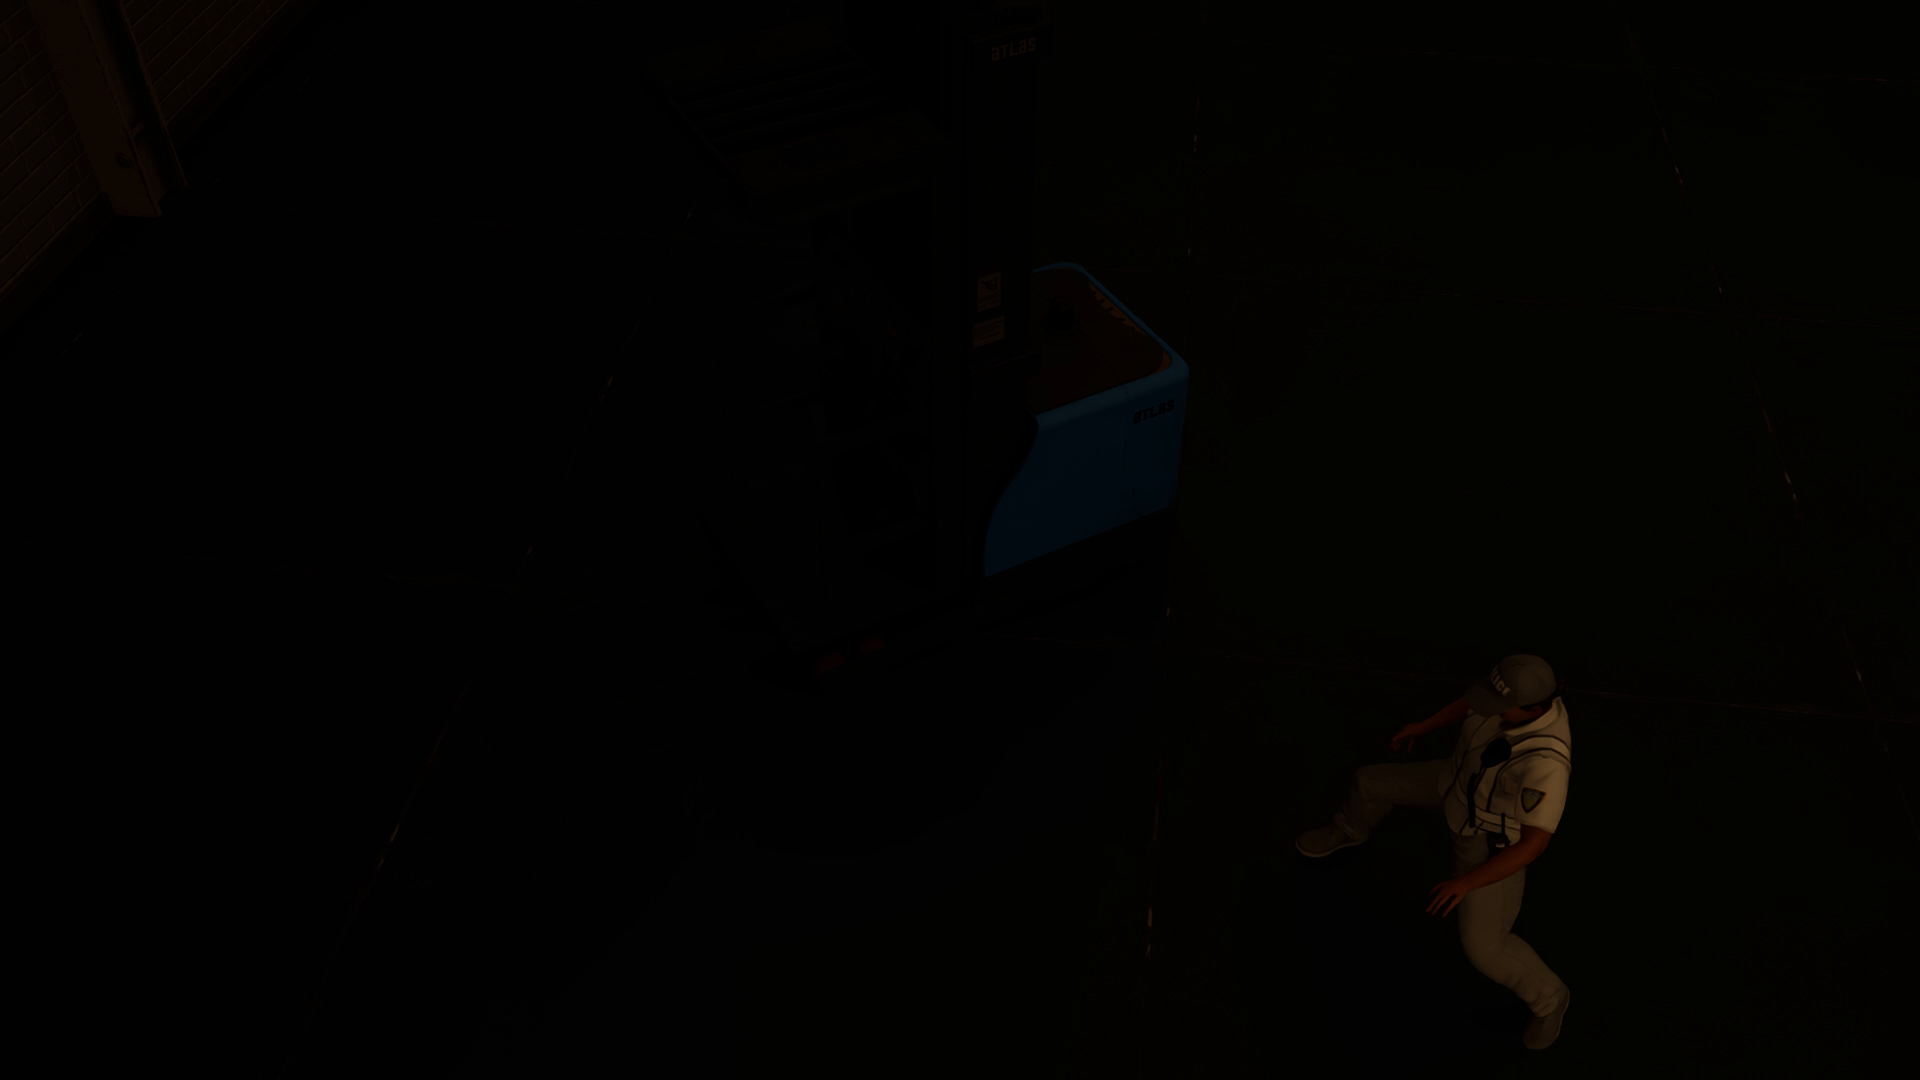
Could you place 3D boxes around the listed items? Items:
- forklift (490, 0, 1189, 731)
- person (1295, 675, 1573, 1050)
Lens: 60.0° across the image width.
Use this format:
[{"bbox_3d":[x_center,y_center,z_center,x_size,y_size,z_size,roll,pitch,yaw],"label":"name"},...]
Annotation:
[{"bbox_3d":[-0.539,-0.838,6.637,3.031,2.935,1.130,-20,46,-21],"label":"forklift"},{"bbox_3d":[1.760,0.974,5.796,0.887,1.481,0.982,0,43,0],"label":"person"}]
